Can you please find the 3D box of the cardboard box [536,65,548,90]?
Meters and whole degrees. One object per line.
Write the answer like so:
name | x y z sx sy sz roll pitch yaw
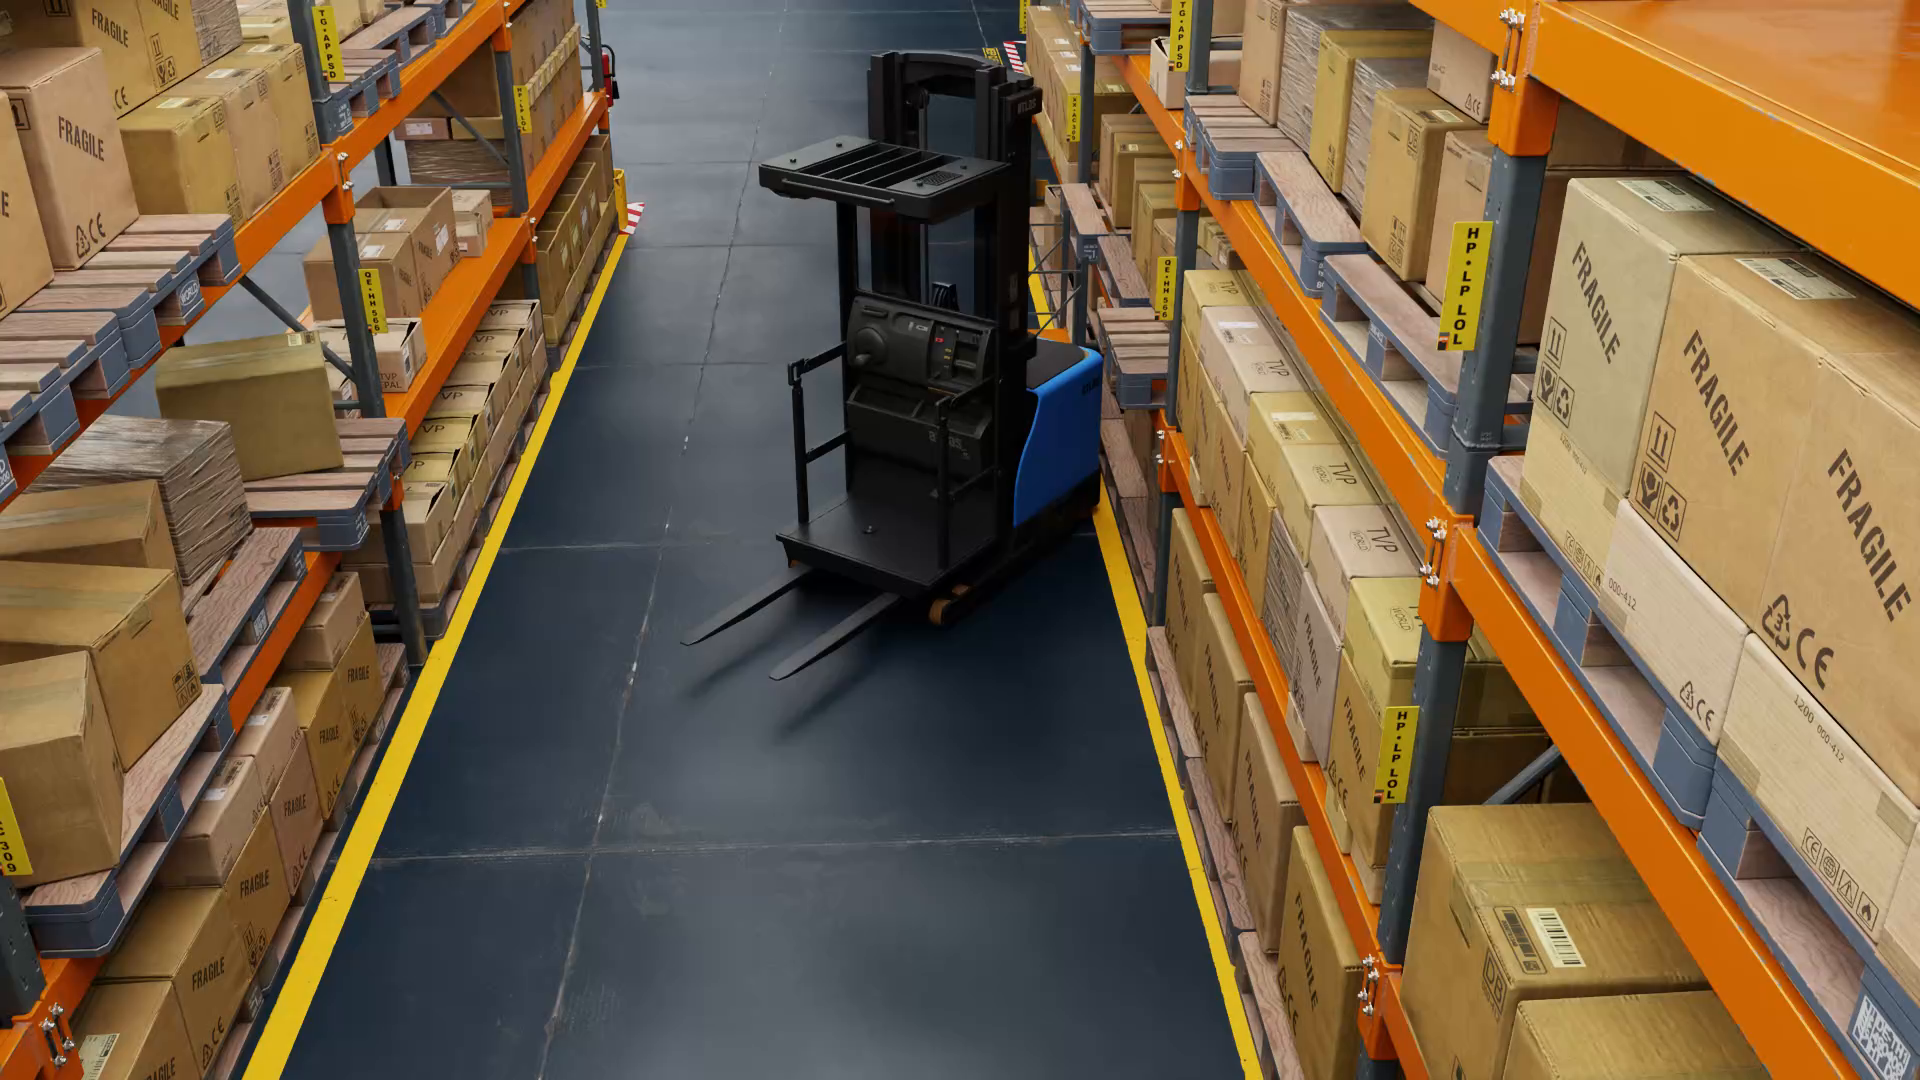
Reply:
cardboard box | -3.499 -3.682 13.256 0.380 0.149 0.250 -2 28 -3

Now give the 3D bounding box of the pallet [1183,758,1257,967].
pallet | 1.588 1.384 7.368 1.003 0.211 1.213 -1 28 -3

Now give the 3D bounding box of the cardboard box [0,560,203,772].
cardboard box | -3.077 0.418 5.643 0.700 0.500 0.500 3 28 5

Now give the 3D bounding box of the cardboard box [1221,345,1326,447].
cardboard box | 1.386 -0.603 6.900 0.500 0.250 0.500 -1 28 -2

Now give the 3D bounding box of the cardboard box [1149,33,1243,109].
cardboard box | 1.254 -2.405 8.449 0.500 0.311 0.500 -1 28 -3

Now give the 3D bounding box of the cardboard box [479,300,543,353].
cardboard box | -3.287 -1.542 11.875 0.500 0.311 0.500 -1 28 -3

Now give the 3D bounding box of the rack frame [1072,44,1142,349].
rack frame | 1.352 -2.627 12.044 1.000 3.000 0.127 -1 28 -3

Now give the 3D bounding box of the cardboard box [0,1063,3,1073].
cardboard box | -2.894 1.369 4.274 0.500 0.500 0.500 -1 28 -2

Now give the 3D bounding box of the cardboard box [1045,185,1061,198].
cardboard box | 1.090 -3.156 15.489 0.500 0.311 0.500 -4 28 -8

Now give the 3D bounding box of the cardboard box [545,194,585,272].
cardboard box | -3.358 -2.489 13.487 0.500 0.500 0.500 -1 28 -3

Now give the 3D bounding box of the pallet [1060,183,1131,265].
pallet | 1.247 -2.186 11.405 1.003 0.211 1.213 -1 28 -3

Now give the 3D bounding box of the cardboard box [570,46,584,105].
cardboard box | -3.792 -4.182 14.916 0.700 0.500 0.500 -1 28 -3

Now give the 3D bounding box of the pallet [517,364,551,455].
pallet | -3.517 -0.930 11.805 1.003 0.211 1.213 -1 28 -3

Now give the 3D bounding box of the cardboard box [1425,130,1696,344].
cardboard box | 1.834 -0.911 4.926 0.700 0.500 0.500 -3 28 -5

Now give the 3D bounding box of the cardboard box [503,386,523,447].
cardboard box | -3.231 -0.819 11.095 0.500 0.250 0.500 -1 28 -2

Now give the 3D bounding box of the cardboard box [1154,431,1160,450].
cardboard box | 1.561 -0.439 10.075 0.700 0.500 0.500 -1 28 -3

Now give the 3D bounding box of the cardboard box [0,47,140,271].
cardboard box | -3.202 -1.267 5.521 0.600 0.600 0.600 -2 28 -5

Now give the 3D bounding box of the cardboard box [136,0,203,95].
cardboard box | -3.342 -2.039 6.483 0.500 0.500 0.500 -1 28 -3

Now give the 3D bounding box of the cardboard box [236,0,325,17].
cardboard box | -3.511 -2.558 8.376 0.500 0.250 0.500 -1 28 -1

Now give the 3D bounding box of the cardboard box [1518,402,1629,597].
cardboard box | 1.543 -0.101 3.557 0.500 0.250 0.500 -1 28 -3

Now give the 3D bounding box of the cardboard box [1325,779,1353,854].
cardboard box | 1.433 0.904 5.522 0.380 0.149 0.250 -1 28 -2

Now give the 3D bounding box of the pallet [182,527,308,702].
pallet | -3.279 0.324 6.592 1.003 0.211 1.213 -1 28 -3

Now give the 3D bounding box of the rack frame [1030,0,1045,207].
rack frame | 1.144 -4.475 15.586 1.000 3.000 0.127 -1 28 -3

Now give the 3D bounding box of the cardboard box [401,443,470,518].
cardboard box | -3.155 -0.366 9.620 0.500 0.311 0.500 -2 28 -4

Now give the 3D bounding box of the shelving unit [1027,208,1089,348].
shelving unit | 0.528 -1.343 11.204 0.587 1.500 1.083 -2 28 -3

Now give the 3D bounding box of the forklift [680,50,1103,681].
forklift | -0.352 -1.059 9.111 1.130 2.935 3.031 17 32 30

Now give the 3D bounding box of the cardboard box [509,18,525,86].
cardboard box | -3.651 -3.564 12.328 0.700 0.500 0.500 -1 28 -3

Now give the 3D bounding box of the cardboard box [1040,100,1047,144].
cardboard box | 0.938 -3.476 13.811 0.500 0.250 0.500 -1 28 -2

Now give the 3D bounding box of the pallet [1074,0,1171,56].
pallet | 1.336 -3.107 9.924 1.213 0.211 1.003 -1 28 -3

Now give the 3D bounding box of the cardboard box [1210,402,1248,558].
cardboard box | 1.374 -0.263 7.060 0.500 0.500 0.500 -2 28 -3

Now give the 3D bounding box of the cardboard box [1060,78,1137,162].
cardboard box | 1.019 -3.113 12.305 0.500 0.500 0.500 -1 28 -3

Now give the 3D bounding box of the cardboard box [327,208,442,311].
cardboard box | -3.517 -1.721 10.197 0.500 0.500 0.500 -1 28 -3

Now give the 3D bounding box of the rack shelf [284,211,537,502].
rack shelf | -3.490 -1.263 10.207 1.077 0.370 4.000 -1 28 -3

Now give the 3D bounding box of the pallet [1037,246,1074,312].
pallet | 1.215 -2.265 14.364 1.003 0.211 1.213 -1 28 -3

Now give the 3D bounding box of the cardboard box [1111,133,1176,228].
cardboard box | 1.367 -2.373 10.972 0.700 0.500 0.500 1 28 3

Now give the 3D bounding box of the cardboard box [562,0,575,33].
cardboard box | -3.789 -4.732 14.569 0.700 0.500 0.500 -1 28 -2

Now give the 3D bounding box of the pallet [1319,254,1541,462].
pallet | 1.673 -0.600 5.120 0.805 0.209 1.217 -2 28 -5

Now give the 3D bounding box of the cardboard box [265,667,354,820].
cardboard box | -3.075 0.920 7.470 0.500 0.500 0.500 -2 28 -5

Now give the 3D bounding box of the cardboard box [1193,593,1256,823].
cardboard box | 1.508 0.734 7.469 0.750 0.750 0.750 -2 28 -3

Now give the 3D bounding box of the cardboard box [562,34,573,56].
cardboard box | -3.564 -4.274 14.392 0.380 0.149 0.250 -2 28 -3

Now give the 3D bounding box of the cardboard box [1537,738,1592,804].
cardboard box | 1.998 0.664 5.283 0.500 0.500 0.500 -2 28 -4

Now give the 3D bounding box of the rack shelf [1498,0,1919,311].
rack shelf | 1.875 -0.173 2.061 1.077 0.370 4.000 -1 28 -3

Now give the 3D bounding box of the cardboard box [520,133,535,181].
cardboard box | -3.658 -2.998 12.647 0.700 0.500 0.500 -2 28 -3

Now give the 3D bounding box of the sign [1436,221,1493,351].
sign | 1.229 -0.614 4.040 0.100 0.325 0.005 -1 28 -3

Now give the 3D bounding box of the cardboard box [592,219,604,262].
cardboard box | -3.414 -2.618 14.546 0.500 0.250 0.500 -1 28 -3

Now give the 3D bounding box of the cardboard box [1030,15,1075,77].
cardboard box | 0.884 -4.293 14.567 0.500 0.500 0.500 -1 28 -2

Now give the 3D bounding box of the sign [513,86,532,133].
sign | -3.053 -3.002 11.595 0.100 0.325 0.005 -1 28 -3

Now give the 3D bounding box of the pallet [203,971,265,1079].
pallet | -3.257 2.050 6.091 1.003 0.211 1.213 -1 28 -3

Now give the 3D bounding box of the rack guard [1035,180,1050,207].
rack guard | 1.148 -3.331 16.096 1.175 0.500 0.348 -1 28 -3

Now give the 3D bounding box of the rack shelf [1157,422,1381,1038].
rack shelf | 1.666 0.463 6.897 1.077 0.370 4.000 -1 28 -3

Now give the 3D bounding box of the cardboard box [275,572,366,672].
cardboard box | -3.095 0.374 7.705 0.500 0.250 0.500 0 28 -1

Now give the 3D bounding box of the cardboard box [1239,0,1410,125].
cardboard box | 1.644 -2.131 7.265 0.700 0.500 0.500 -3 28 -7
